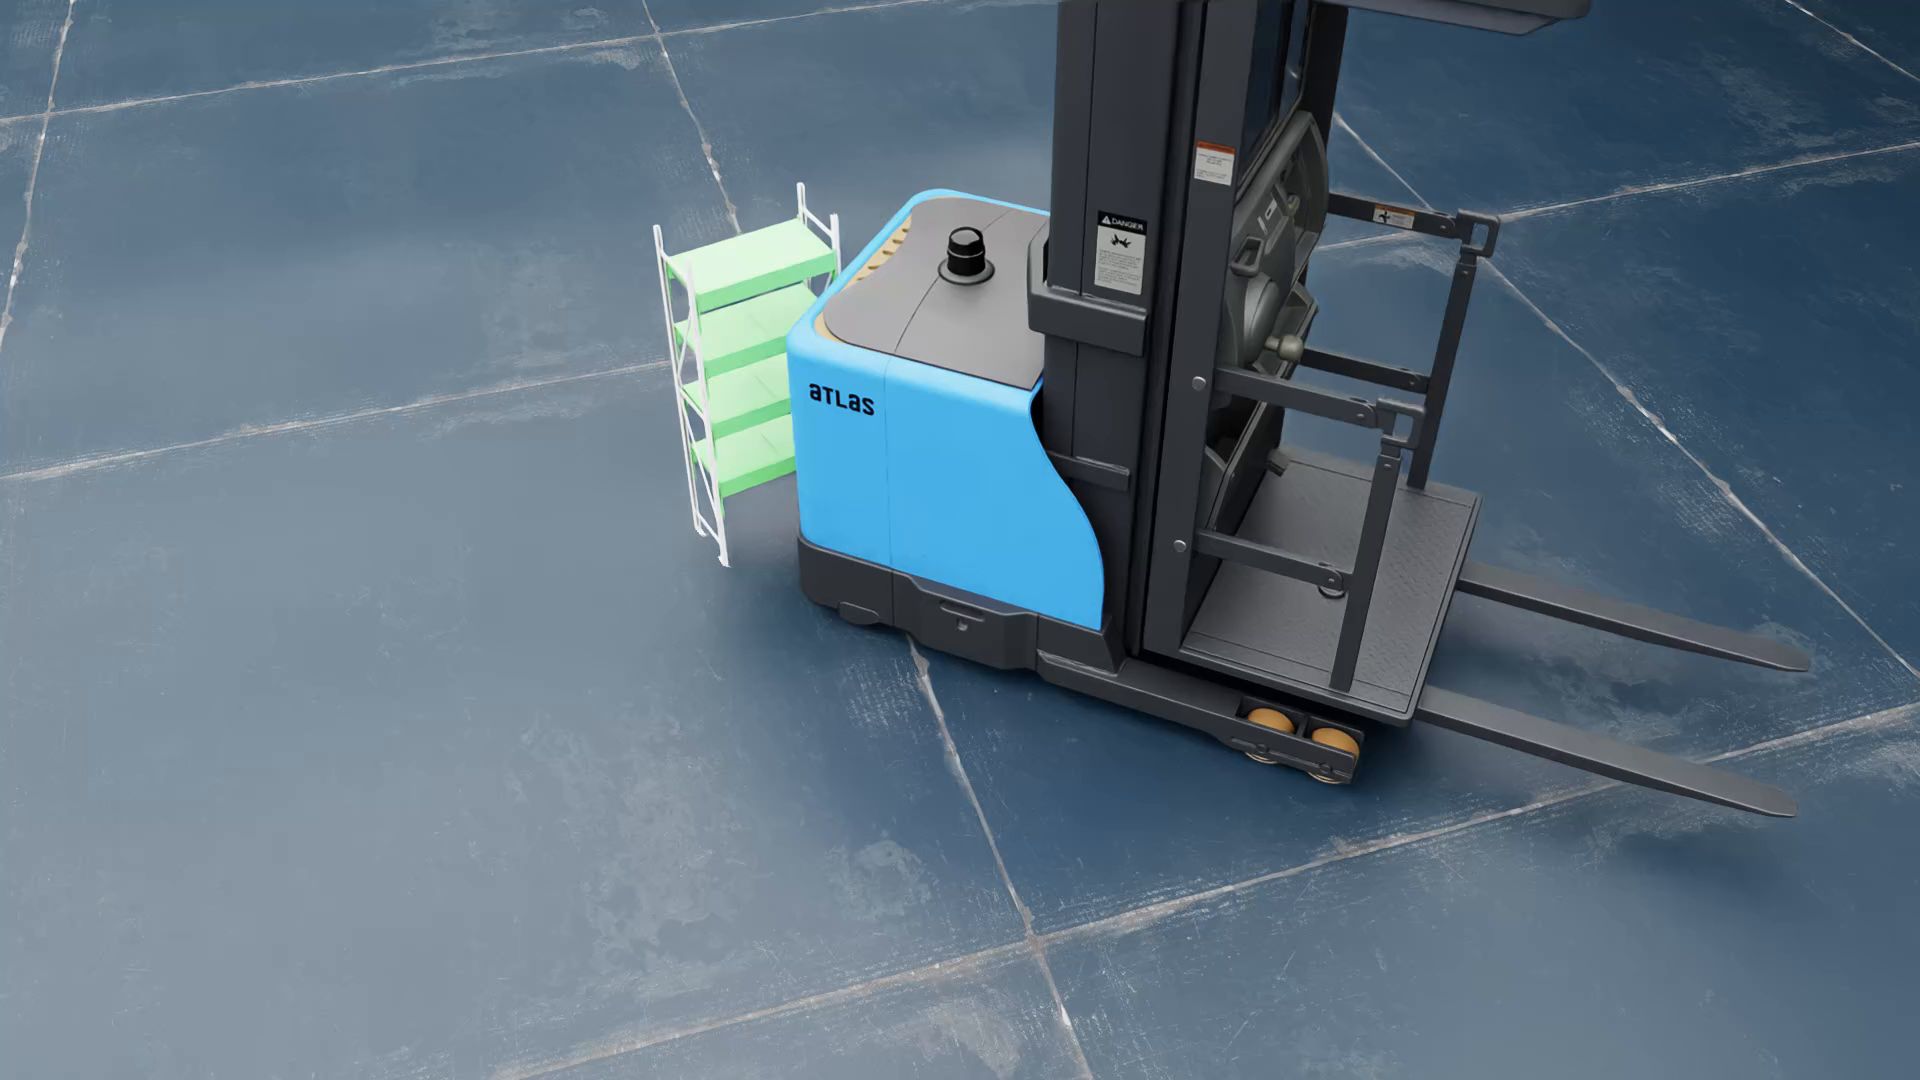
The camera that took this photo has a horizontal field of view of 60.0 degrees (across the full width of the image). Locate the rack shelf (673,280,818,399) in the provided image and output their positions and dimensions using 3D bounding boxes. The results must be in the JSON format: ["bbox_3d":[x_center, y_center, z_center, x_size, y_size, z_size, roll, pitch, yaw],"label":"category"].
[{"bbox_3d":[-0.648,-0.646,5.310,0.480,0.148,0.258,-22,46,-23],"label":"rack shelf"}]

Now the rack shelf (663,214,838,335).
[{"bbox_3d":[-0.648,-0.827,5.152,0.480,0.148,0.258,-22,46,-23],"label":"rack shelf"}]

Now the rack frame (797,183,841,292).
[{"bbox_3d":[-0.440,-0.598,5.523,0.015,1.200,0.240,-22,46,-23],"label":"rack frame"}]

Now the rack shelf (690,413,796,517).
[{"bbox_3d":[-0.648,-0.285,5.626,0.480,0.148,0.258,-22,46,-23],"label":"rack shelf"}]

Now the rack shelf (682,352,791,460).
[{"bbox_3d":[-0.648,-0.465,5.468,0.480,0.148,0.258,-22,46,-23],"label":"rack shelf"}]

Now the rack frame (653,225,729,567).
[{"bbox_3d":[-0.855,-0.429,5.329,0.015,1.200,0.240,-22,46,-23],"label":"rack frame"}]

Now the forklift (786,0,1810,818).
[{"bbox_3d":[1.039,-0.784,4.419,3.031,2.935,1.130,16,44,18],"label":"forklift"}]

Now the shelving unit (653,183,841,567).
[{"bbox_3d":[-0.648,-0.513,5.426,0.503,1.200,0.258,-22,46,-23],"label":"shelving unit"}]
